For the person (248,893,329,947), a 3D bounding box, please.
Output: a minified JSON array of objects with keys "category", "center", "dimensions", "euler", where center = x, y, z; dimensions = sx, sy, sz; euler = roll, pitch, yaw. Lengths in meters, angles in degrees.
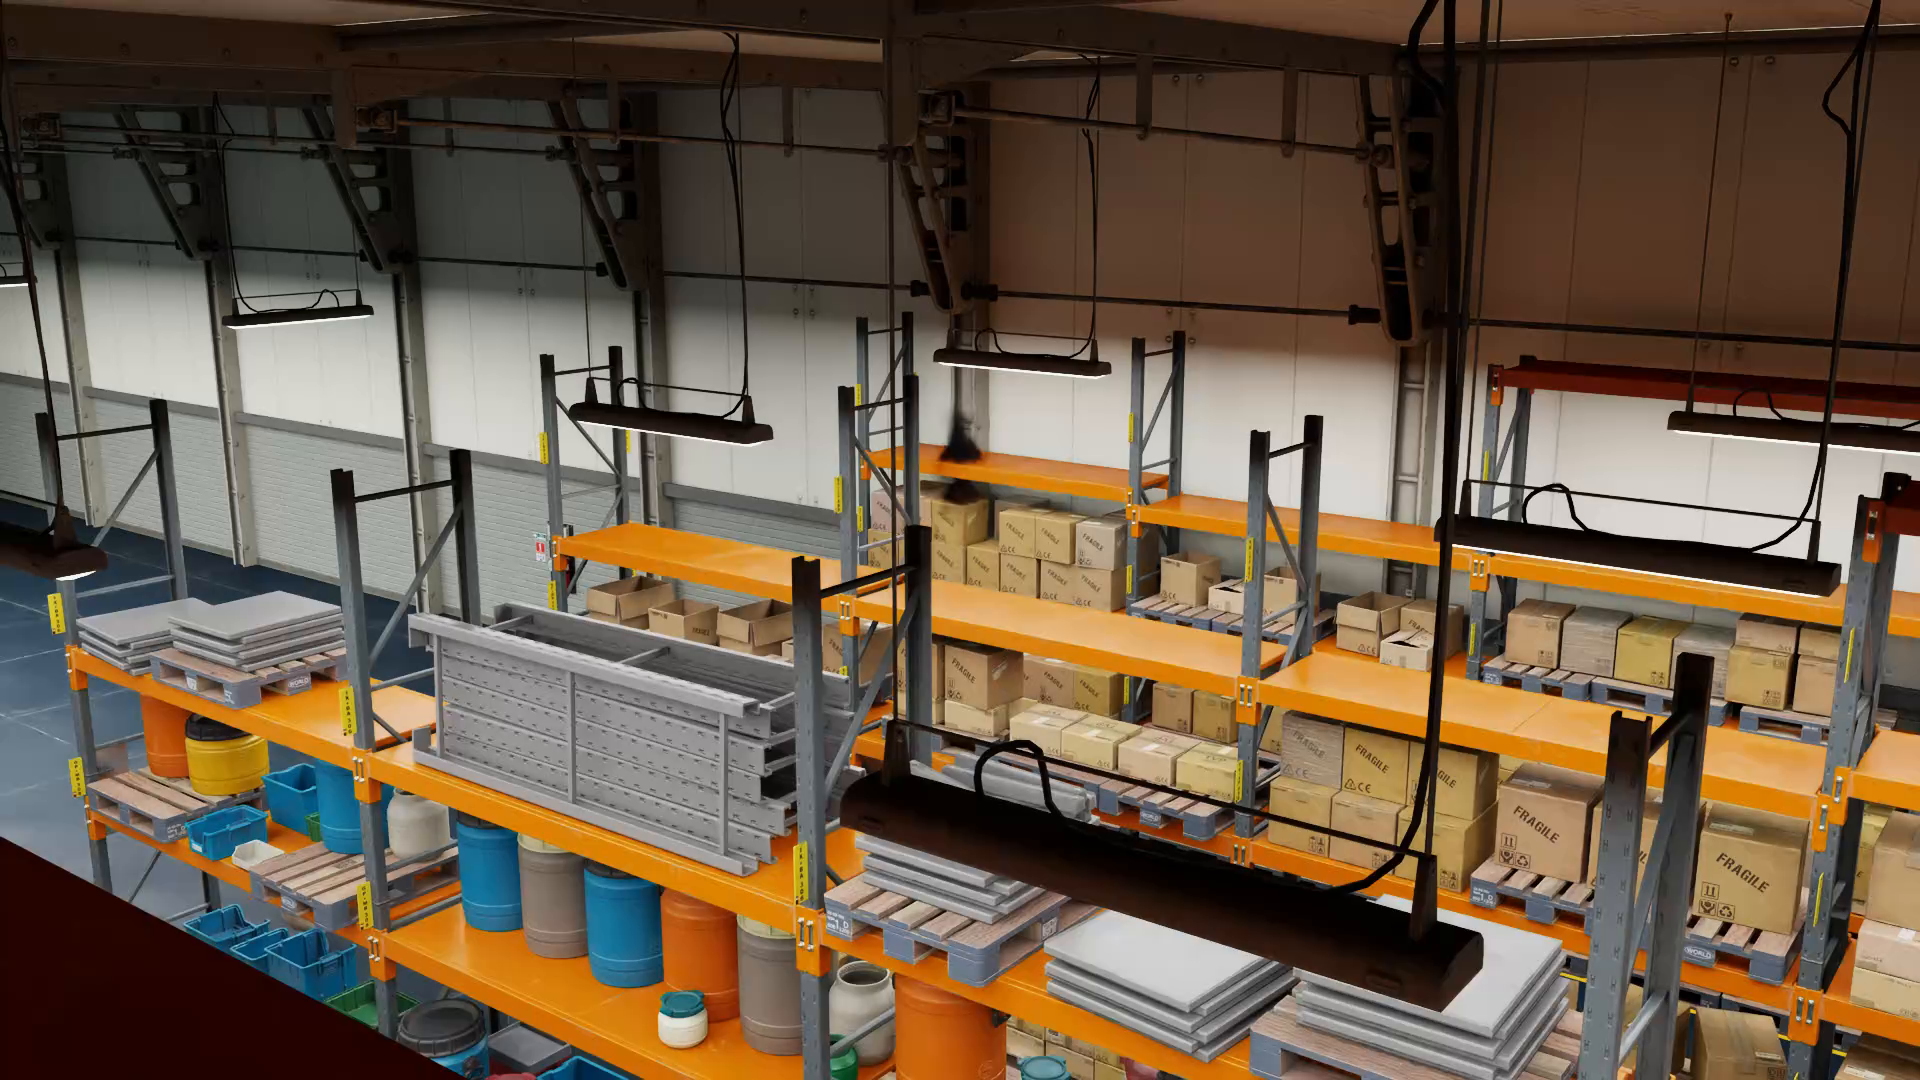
[{"category":"person","center":[-6.821,3.411,16.884],"dimensions":[0.669,1.637,0.648],"euler":[-2,13,-8]}]
